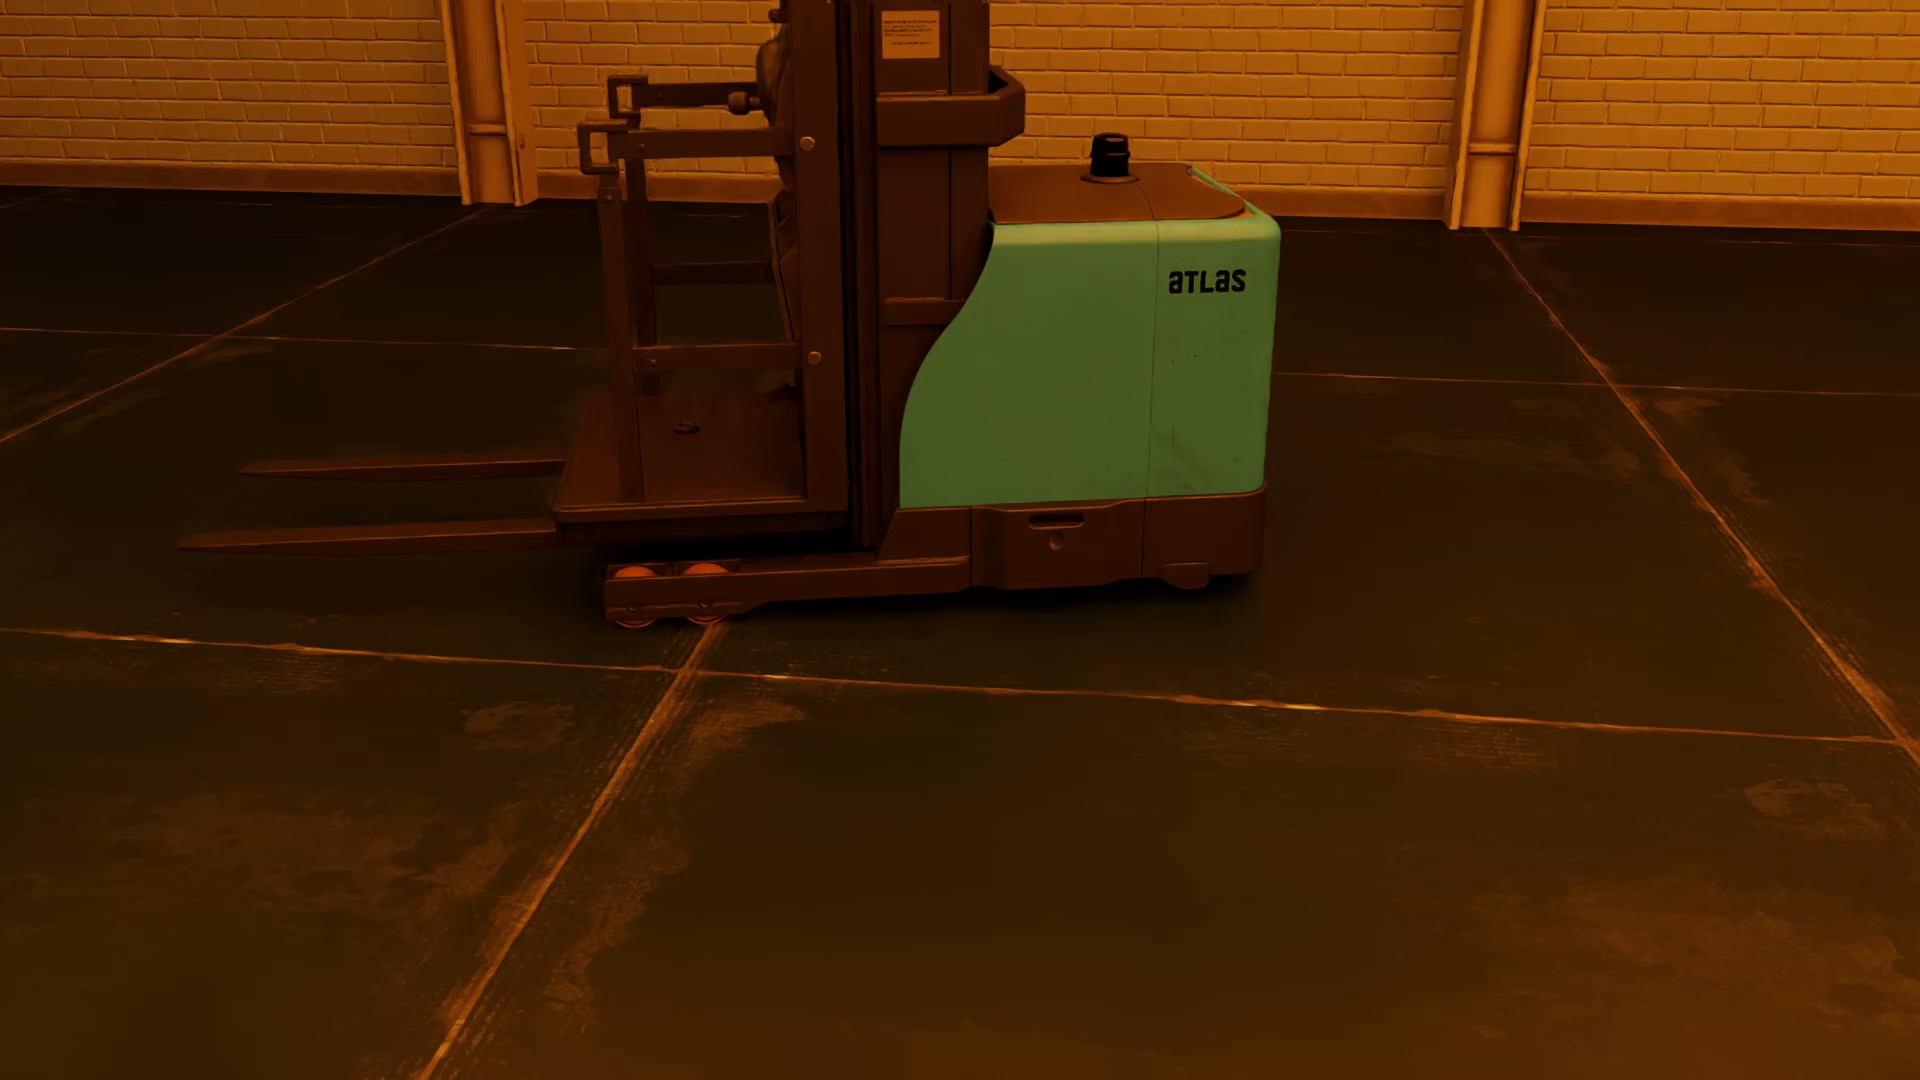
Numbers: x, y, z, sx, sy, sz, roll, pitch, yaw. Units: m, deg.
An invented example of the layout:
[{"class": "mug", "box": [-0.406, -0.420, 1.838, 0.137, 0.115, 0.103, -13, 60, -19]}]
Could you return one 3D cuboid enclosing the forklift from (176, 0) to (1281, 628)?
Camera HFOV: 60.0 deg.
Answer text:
[{"class": "forklift", "box": [-0.677, -1.326, 4.546, 3.031, 2.935, 1.130, -3, 22, -6]}]
